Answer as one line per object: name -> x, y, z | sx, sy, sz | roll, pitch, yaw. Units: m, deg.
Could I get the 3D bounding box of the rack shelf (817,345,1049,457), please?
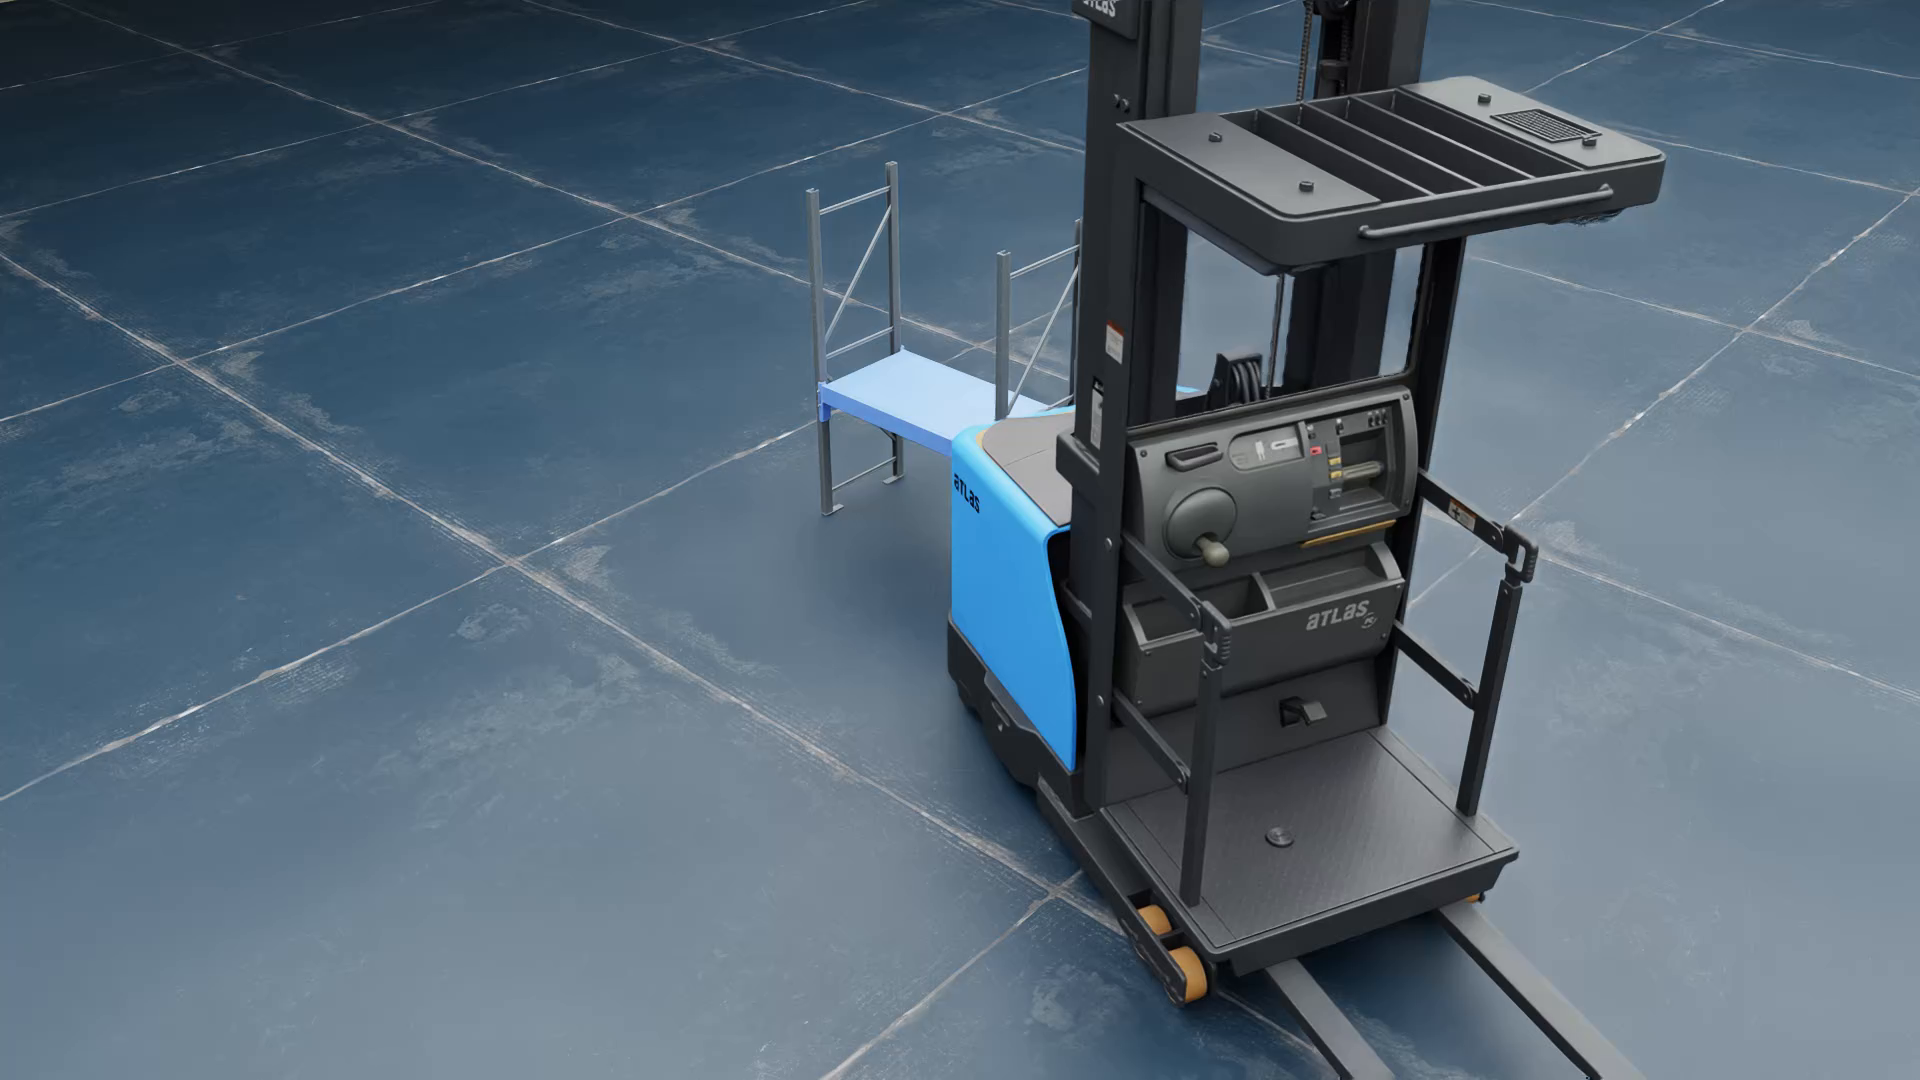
rack shelf -> -0.063, -0.518, 7.005 | 1.000, 0.185, 0.538 | 25, 39, 35

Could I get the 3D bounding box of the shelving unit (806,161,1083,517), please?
shelving unit -> -0.063, -0.672, 6.912 | 1.048, 1.500, 0.538 | 25, 39, 35

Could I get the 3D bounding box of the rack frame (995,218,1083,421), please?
rack frame -> 0.314, -0.496, 6.620 | 0.032, 1.500, 0.500 | 25, 39, 35

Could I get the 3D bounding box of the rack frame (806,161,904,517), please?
rack frame -> -0.440, -0.848, 7.204 | 0.032, 1.500, 0.500 | 25, 39, 35

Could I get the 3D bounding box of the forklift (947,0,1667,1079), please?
forklift -> 1.008, -0.129, 4.623 | 1.130, 2.935, 3.031 | -13, 33, -20
